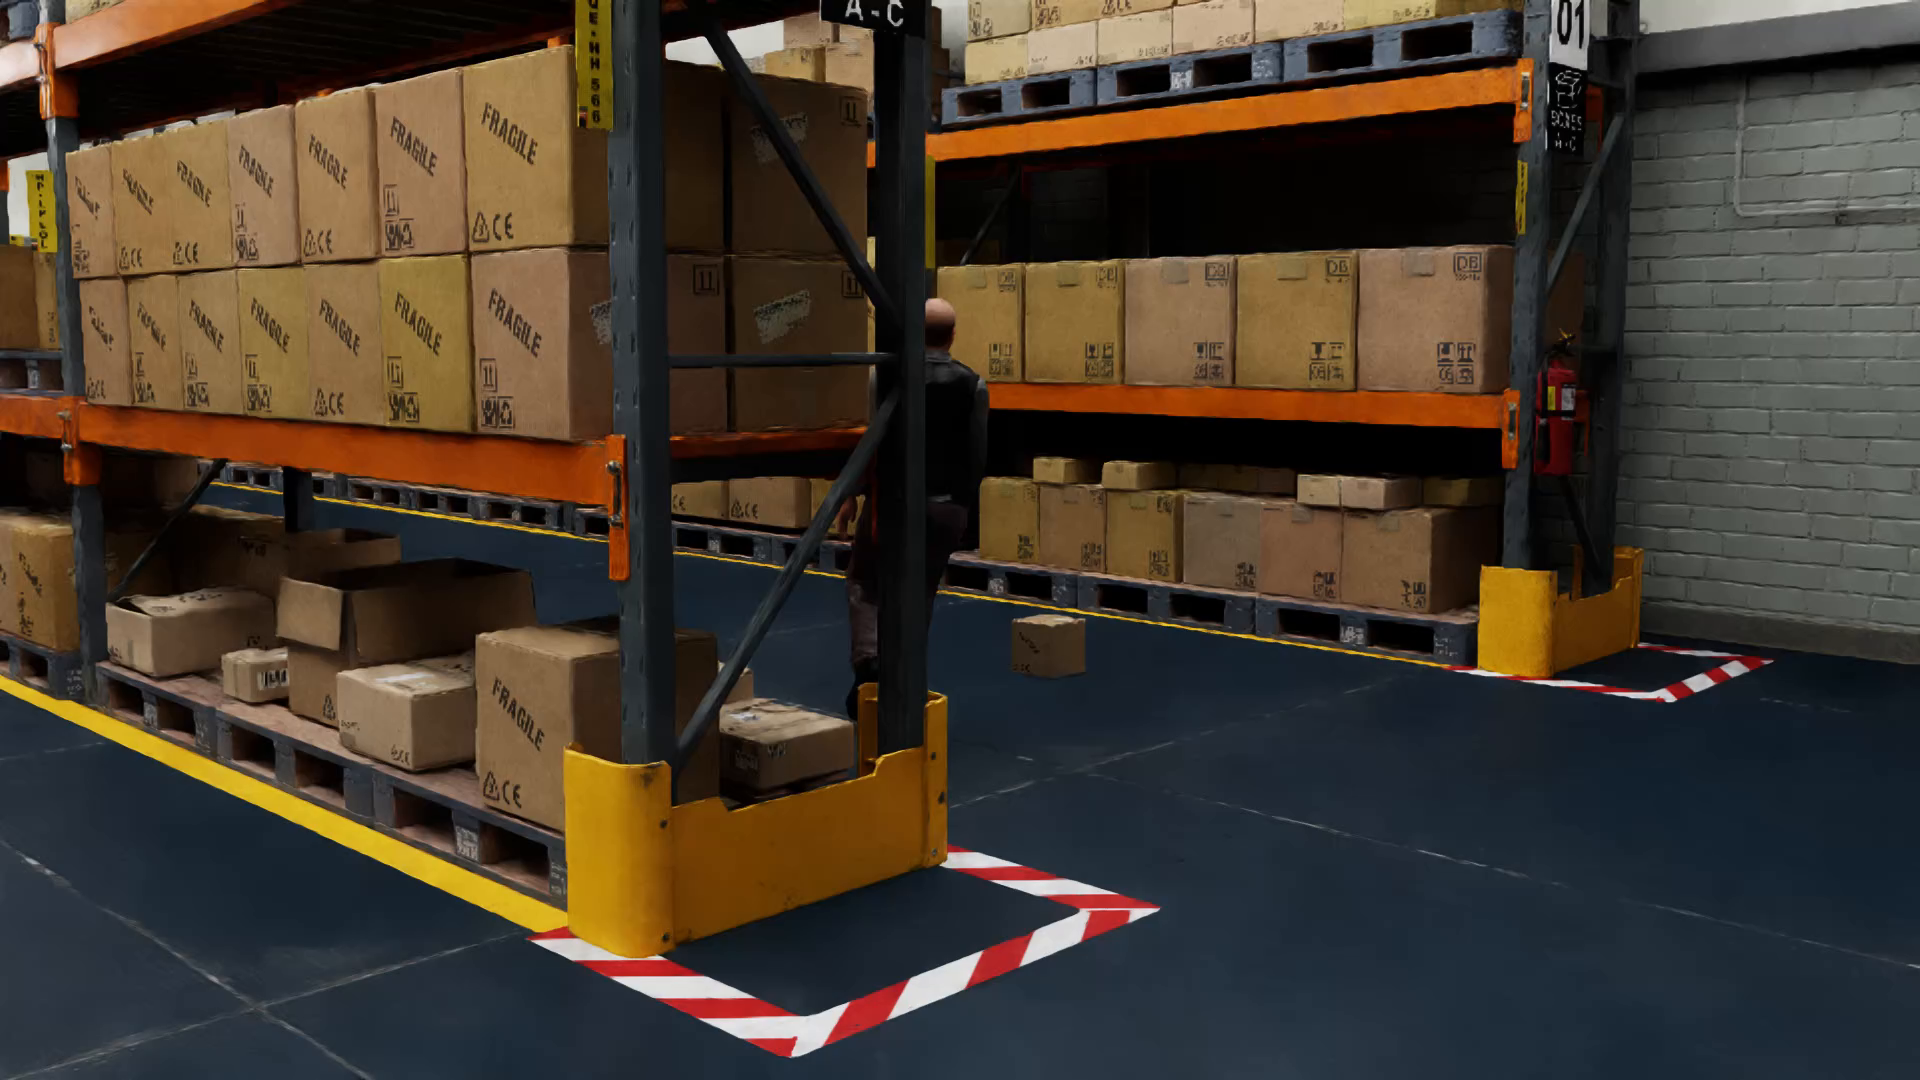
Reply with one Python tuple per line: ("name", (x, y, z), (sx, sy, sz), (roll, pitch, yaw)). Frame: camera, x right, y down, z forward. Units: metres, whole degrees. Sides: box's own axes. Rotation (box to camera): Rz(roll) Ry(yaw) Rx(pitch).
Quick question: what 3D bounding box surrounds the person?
("person", (-0.207, -0.127, 6.795), (0.623, 1.704, 0.452), (-2, 7, -13))
